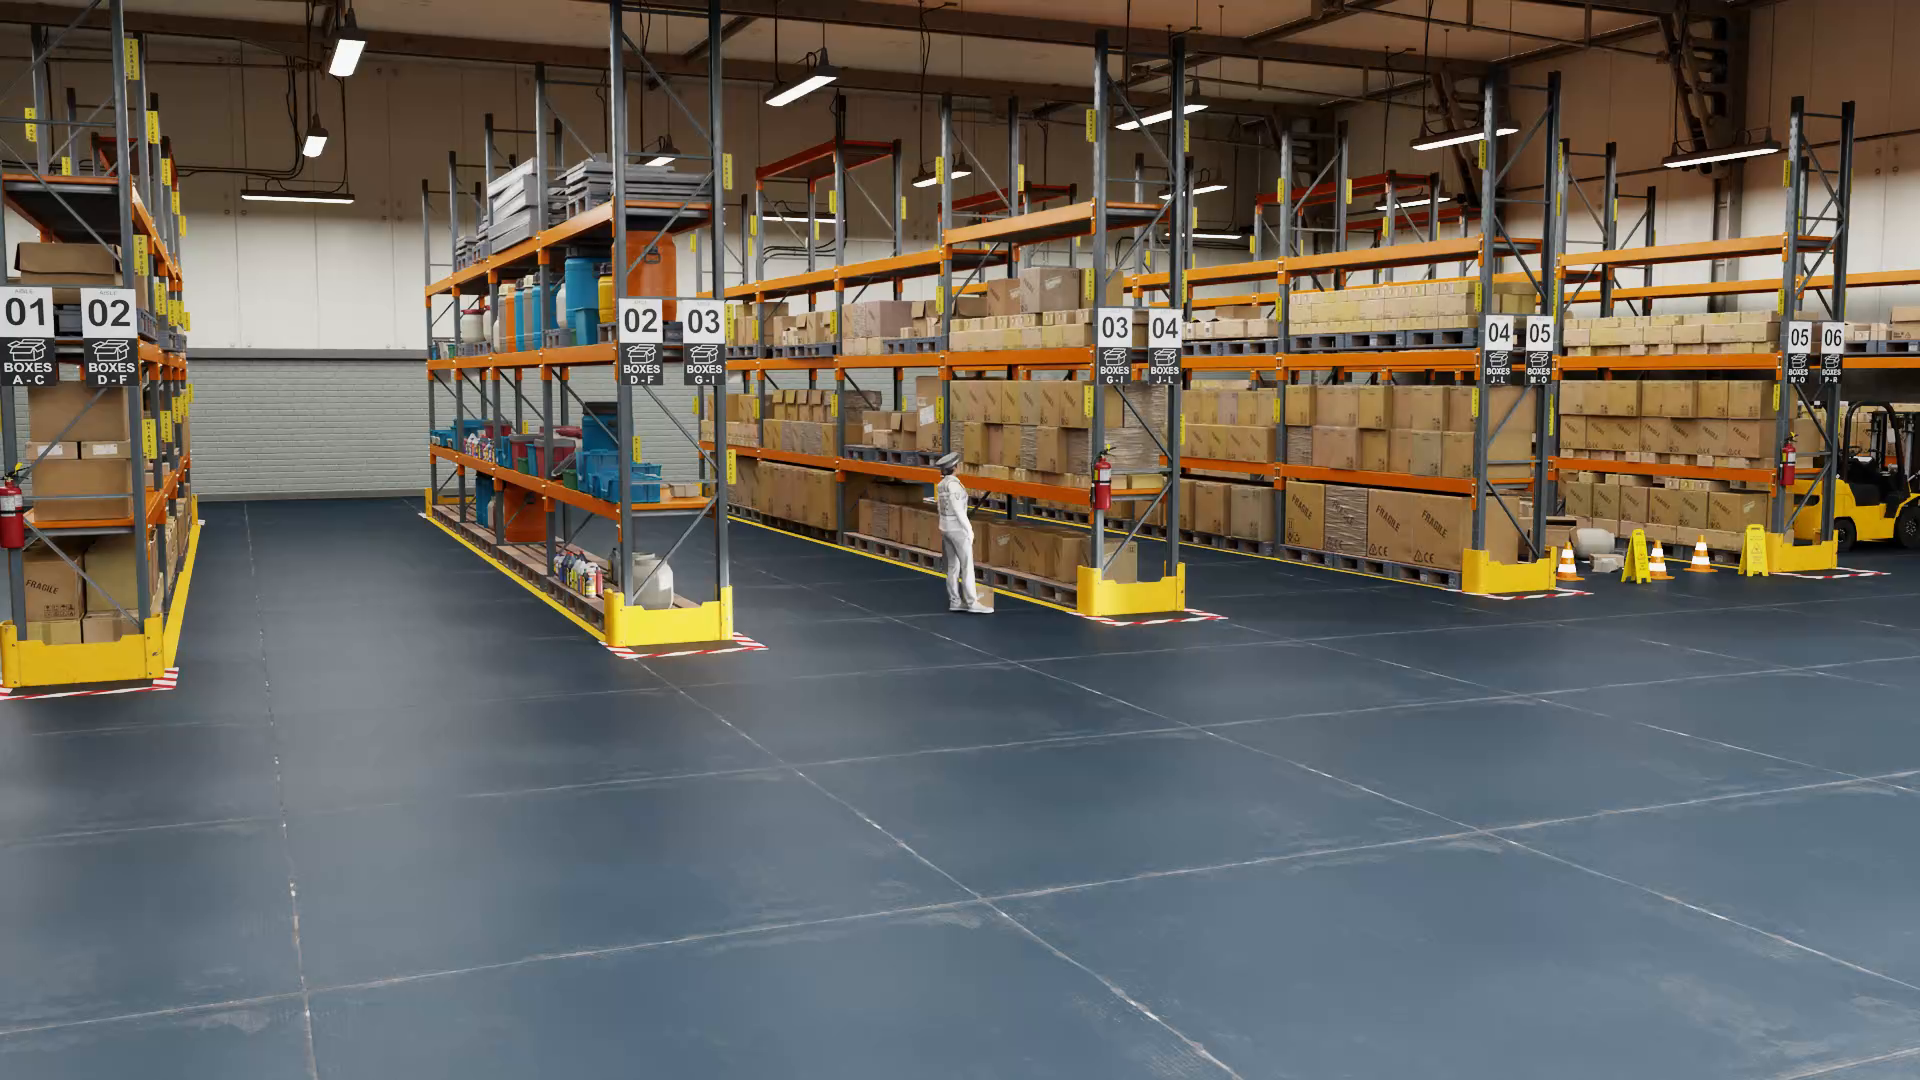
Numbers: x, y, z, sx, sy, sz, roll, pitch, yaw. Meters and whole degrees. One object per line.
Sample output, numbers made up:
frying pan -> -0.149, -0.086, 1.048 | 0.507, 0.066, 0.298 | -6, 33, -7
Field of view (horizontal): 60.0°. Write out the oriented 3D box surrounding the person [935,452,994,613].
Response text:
person -> 0.017, -0.088, 17.651 | 0.532, 1.694, 0.586 | -2, 6, -24
